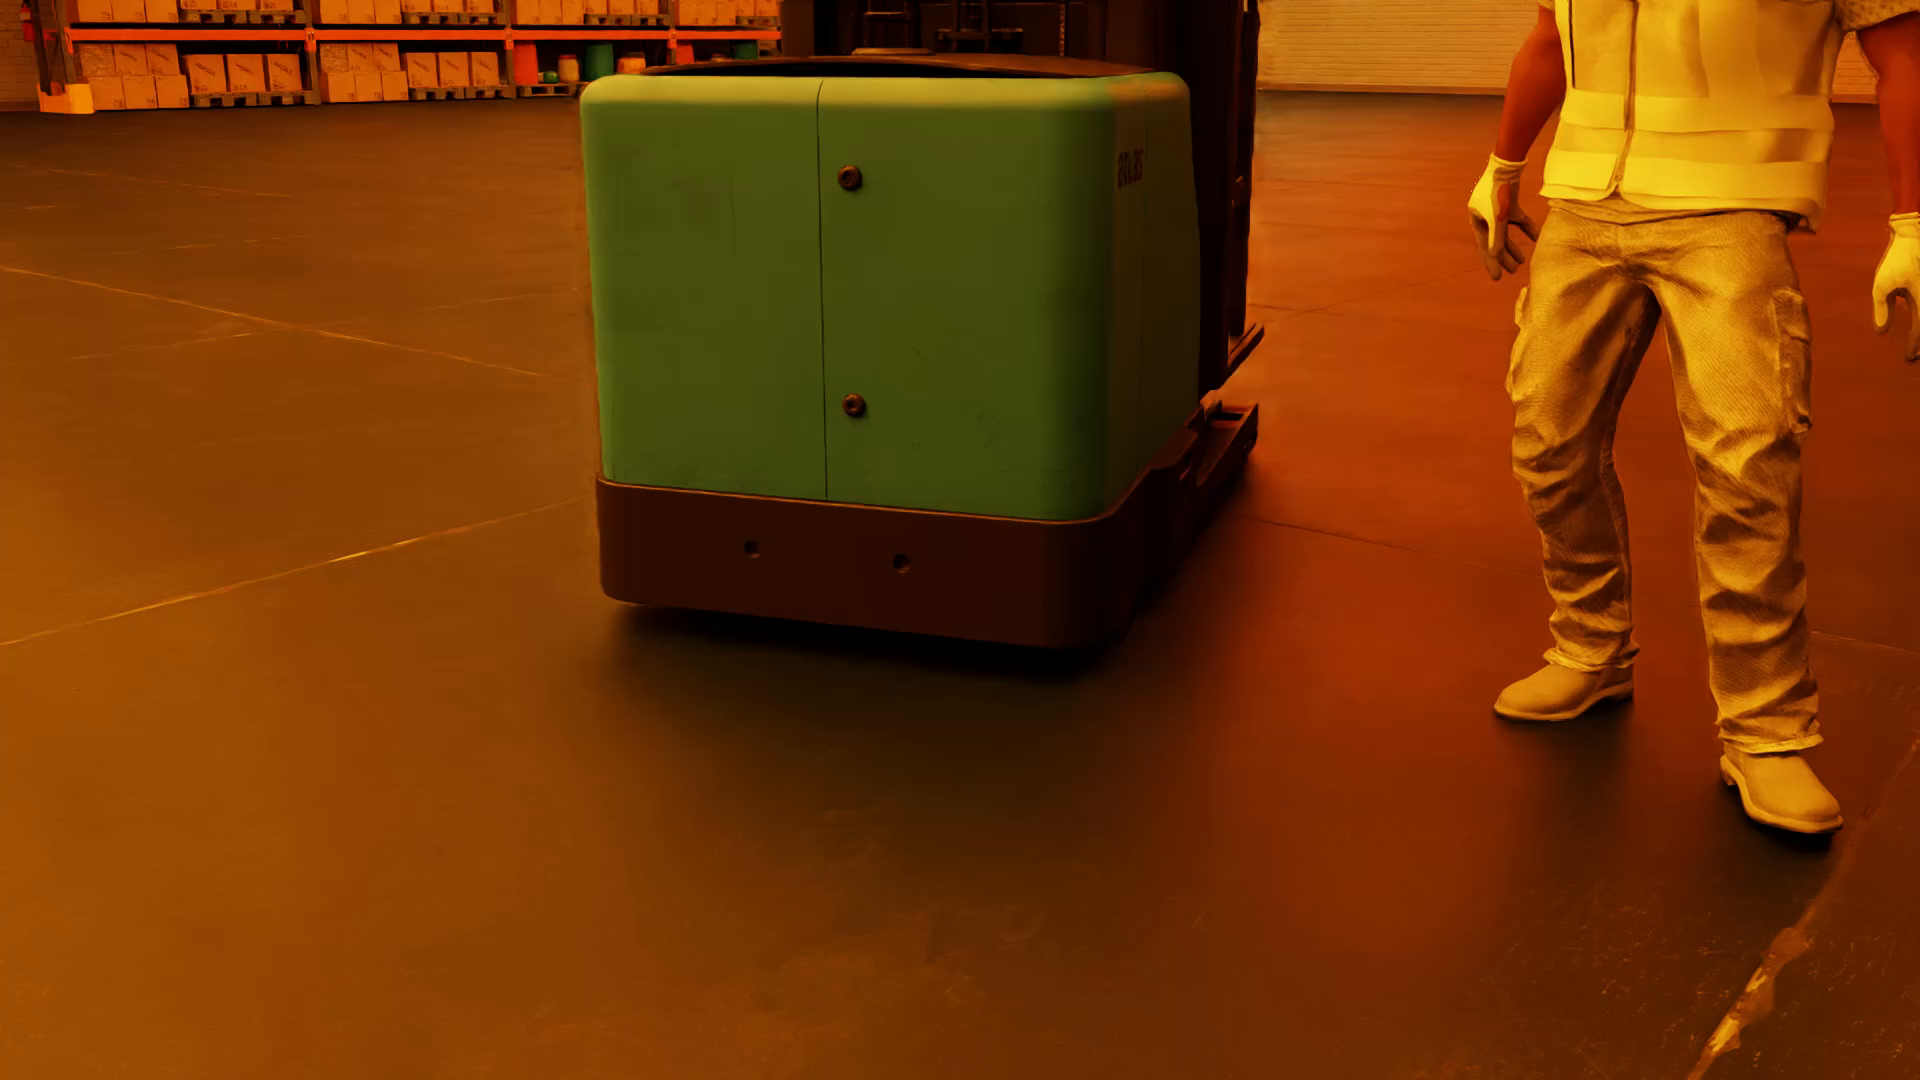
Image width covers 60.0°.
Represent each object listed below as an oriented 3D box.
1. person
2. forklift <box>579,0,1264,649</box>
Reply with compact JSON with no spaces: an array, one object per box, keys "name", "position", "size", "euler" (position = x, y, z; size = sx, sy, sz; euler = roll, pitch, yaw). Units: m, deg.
[{"name":"person","position":[1.102,-0.492,2.586],"size":[0.449,1.745,0.881],"euler":[-12,20,-34]},{"name":"forklift","position":[0.207,-1.592,4.140],"size":[1.130,2.935,3.031],"euler":[5,18,17]}]
